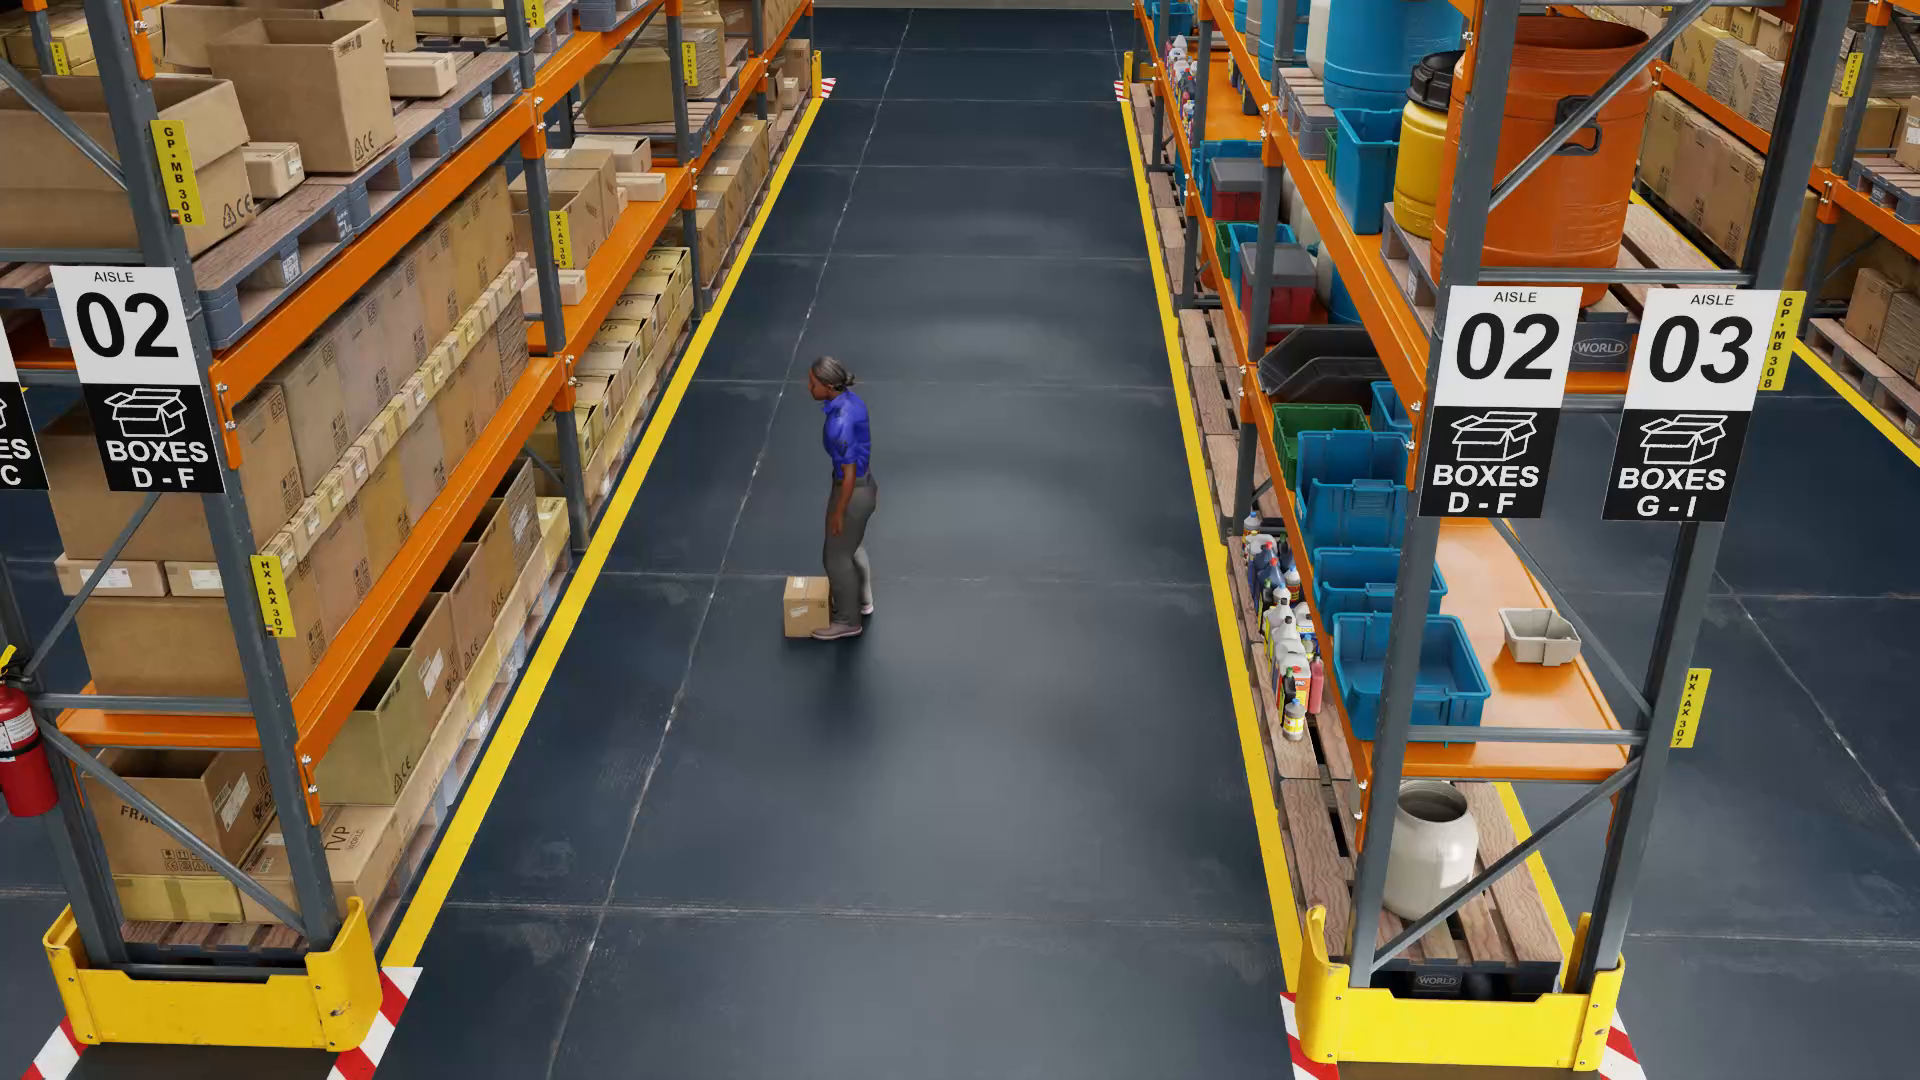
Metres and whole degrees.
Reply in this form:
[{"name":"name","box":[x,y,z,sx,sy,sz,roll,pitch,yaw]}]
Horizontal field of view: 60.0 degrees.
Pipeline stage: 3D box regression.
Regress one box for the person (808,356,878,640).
[{"name":"person","box":[-0.649,-0.241,9.077,0.393,1.655,0.523,0,28,0]}]
